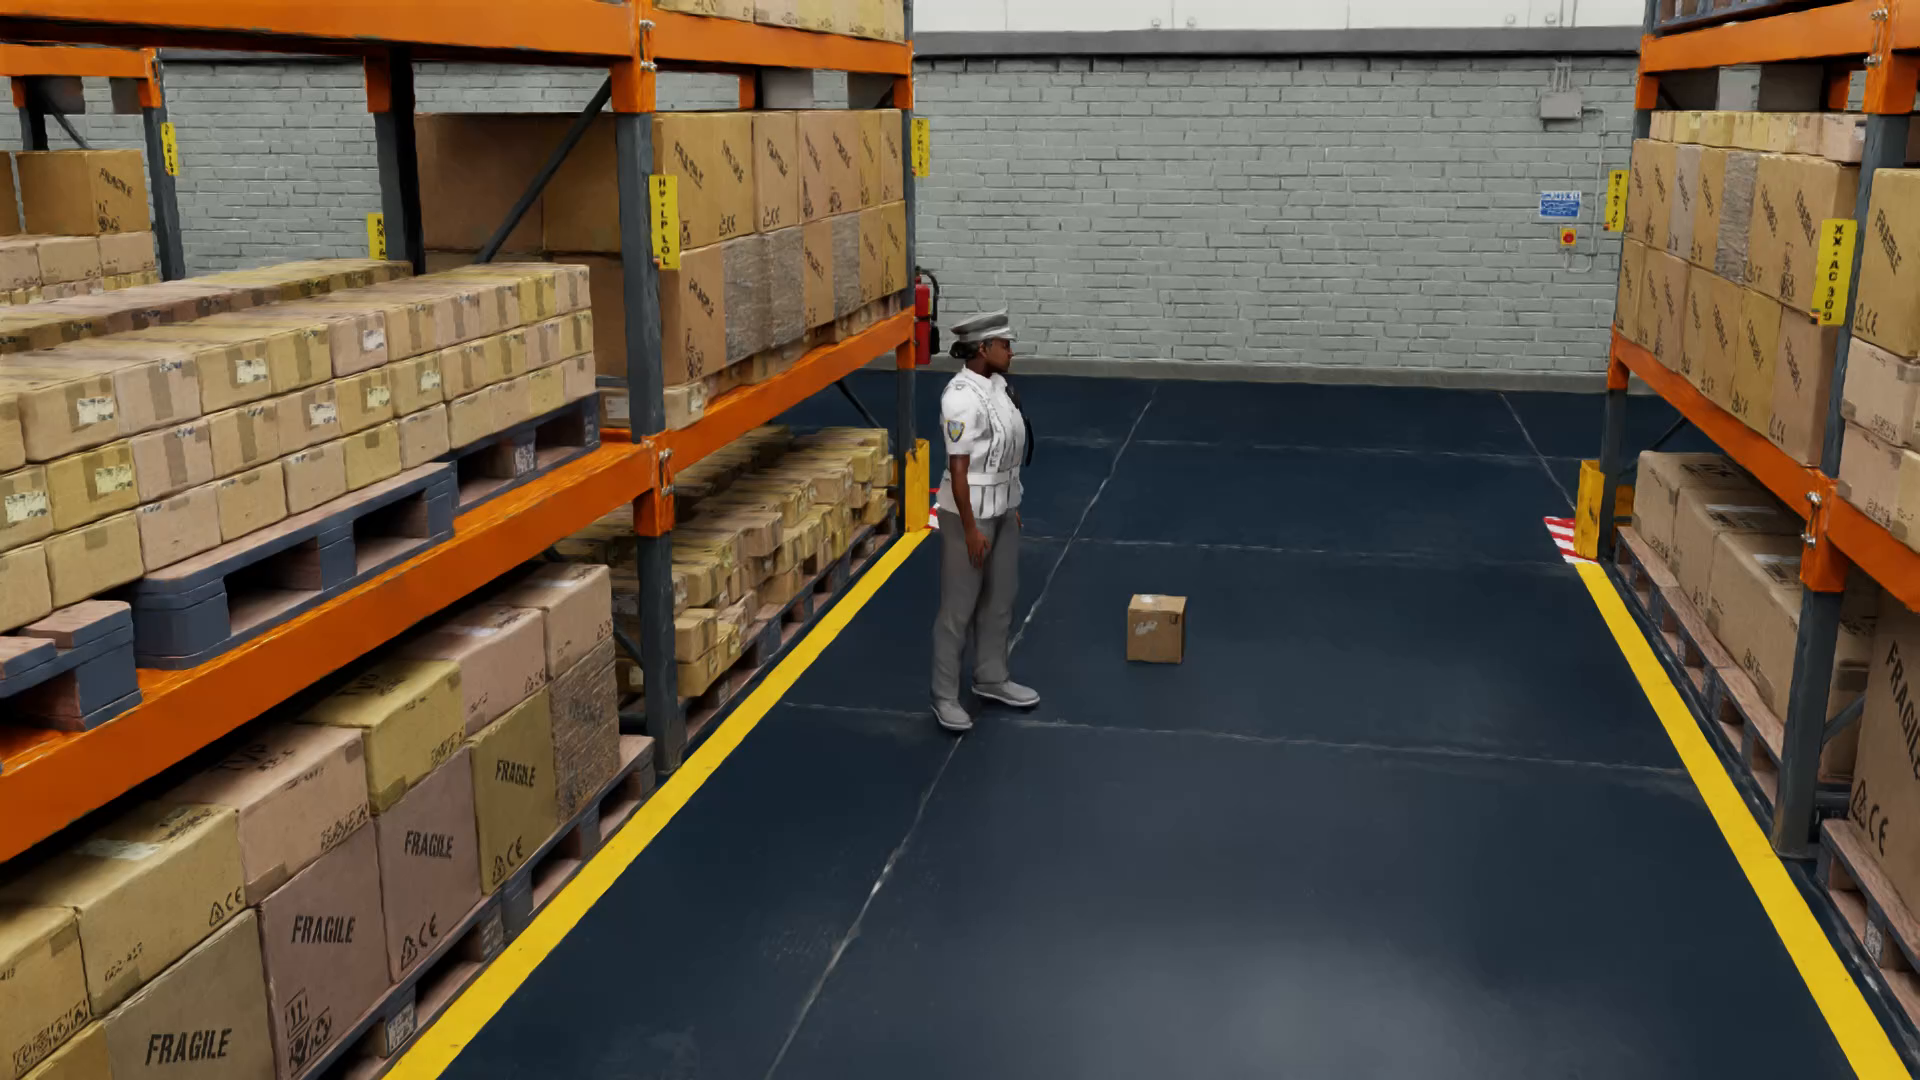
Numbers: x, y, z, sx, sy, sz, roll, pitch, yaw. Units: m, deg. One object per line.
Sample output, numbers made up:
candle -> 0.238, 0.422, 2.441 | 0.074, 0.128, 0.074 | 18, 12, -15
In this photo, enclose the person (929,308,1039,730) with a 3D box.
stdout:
person -> 0.087, -0.096, 6.770 | 0.353, 1.689, 0.553 | 8, 17, 28
